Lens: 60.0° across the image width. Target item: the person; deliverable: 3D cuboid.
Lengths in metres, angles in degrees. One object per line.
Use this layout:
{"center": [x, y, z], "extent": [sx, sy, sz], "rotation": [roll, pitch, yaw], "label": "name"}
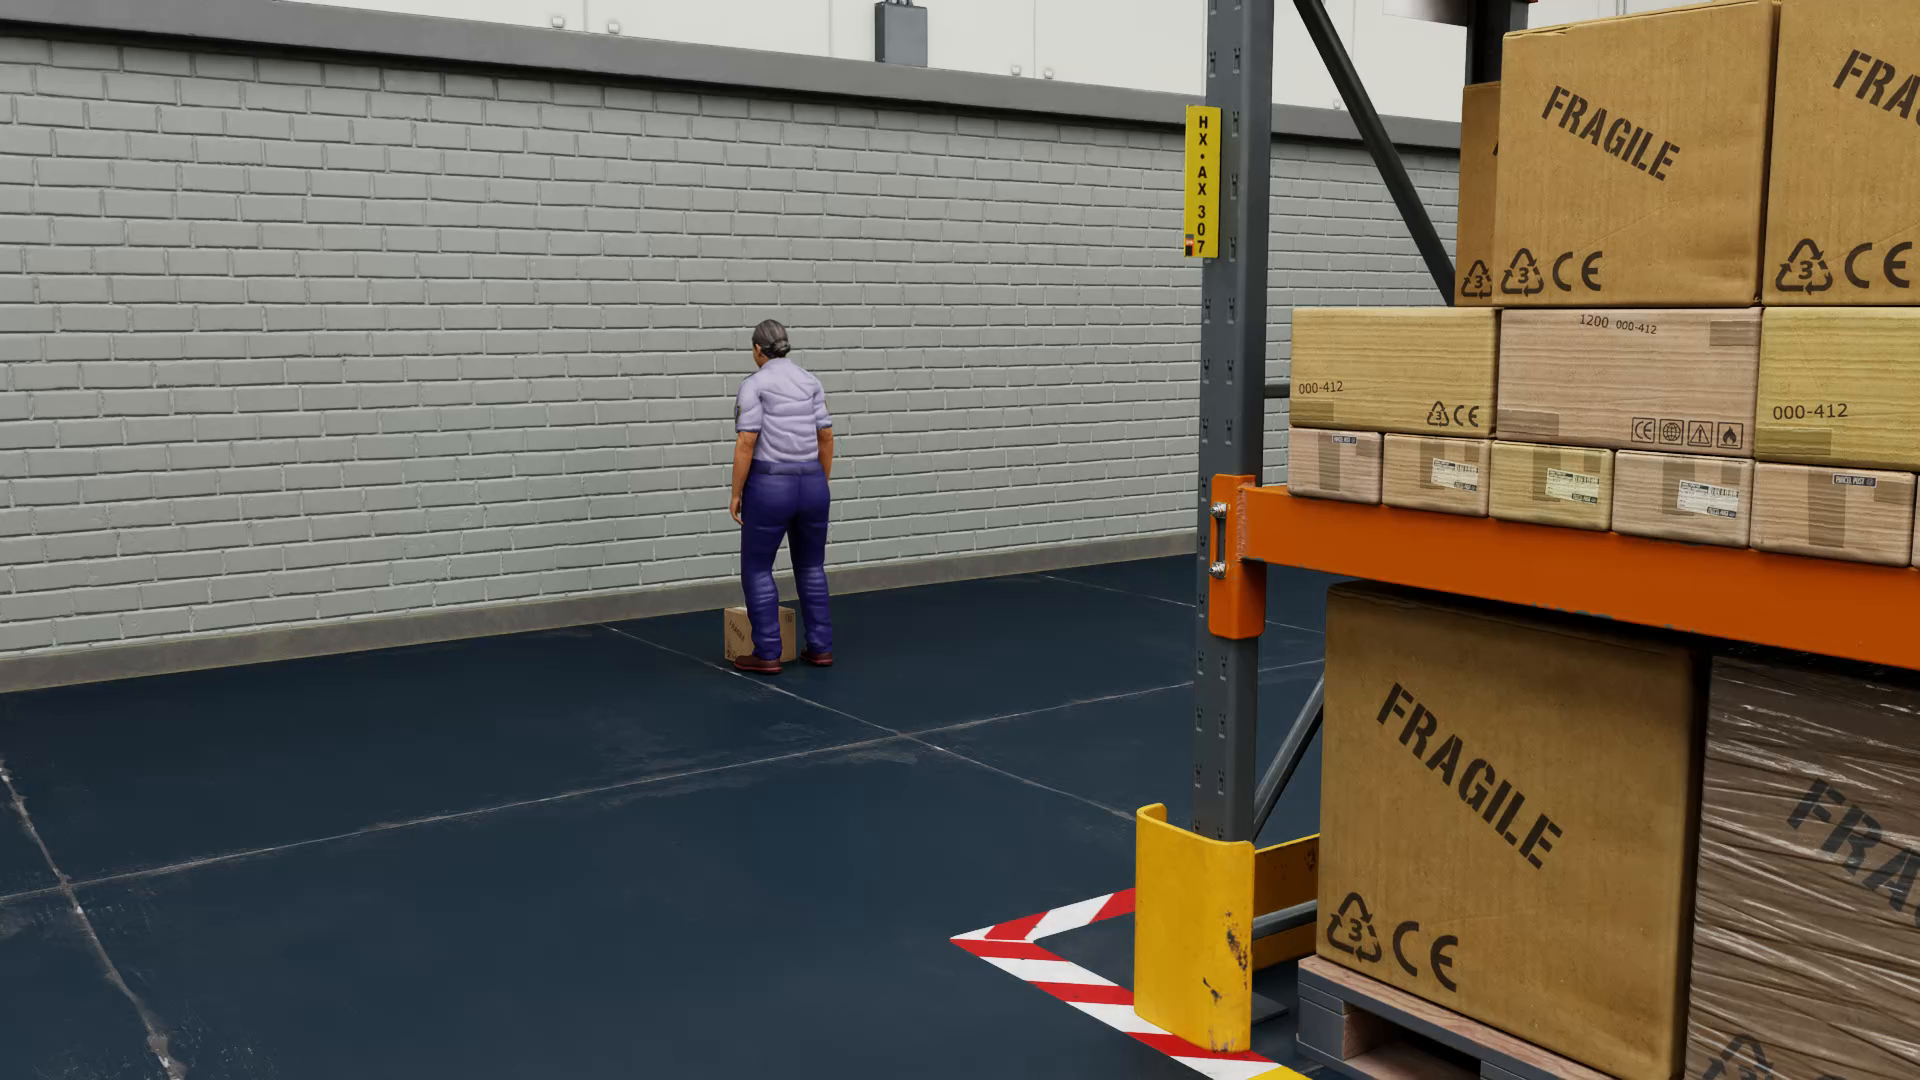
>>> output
{"center": [-0.830, -0.201, 7.835], "extent": [0.538, 1.639, 0.371], "rotation": [-6, 10, -35], "label": "person"}
